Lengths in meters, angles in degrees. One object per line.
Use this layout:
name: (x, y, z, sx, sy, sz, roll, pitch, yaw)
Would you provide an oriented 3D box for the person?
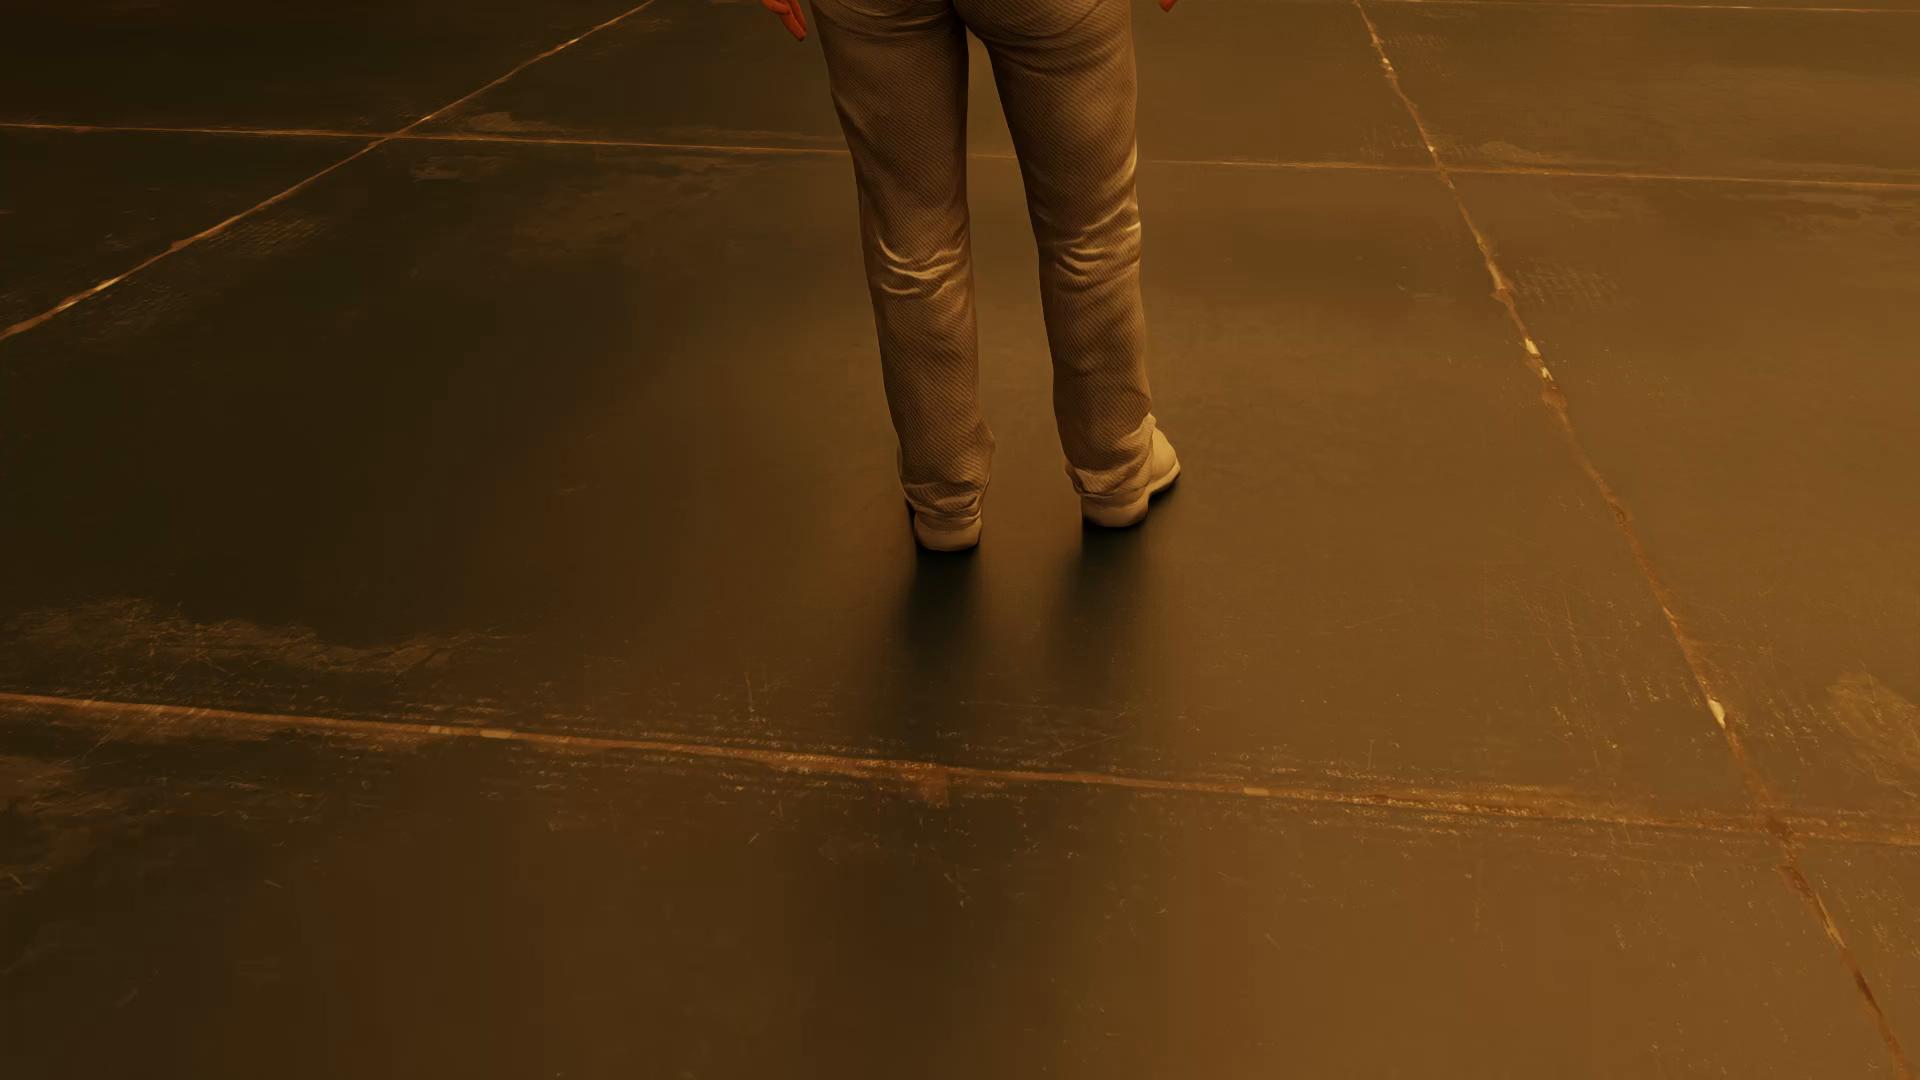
person: (0.017, -0.825, 2.156, 0.632, 1.768, 0.568, 3, 27, 7)
